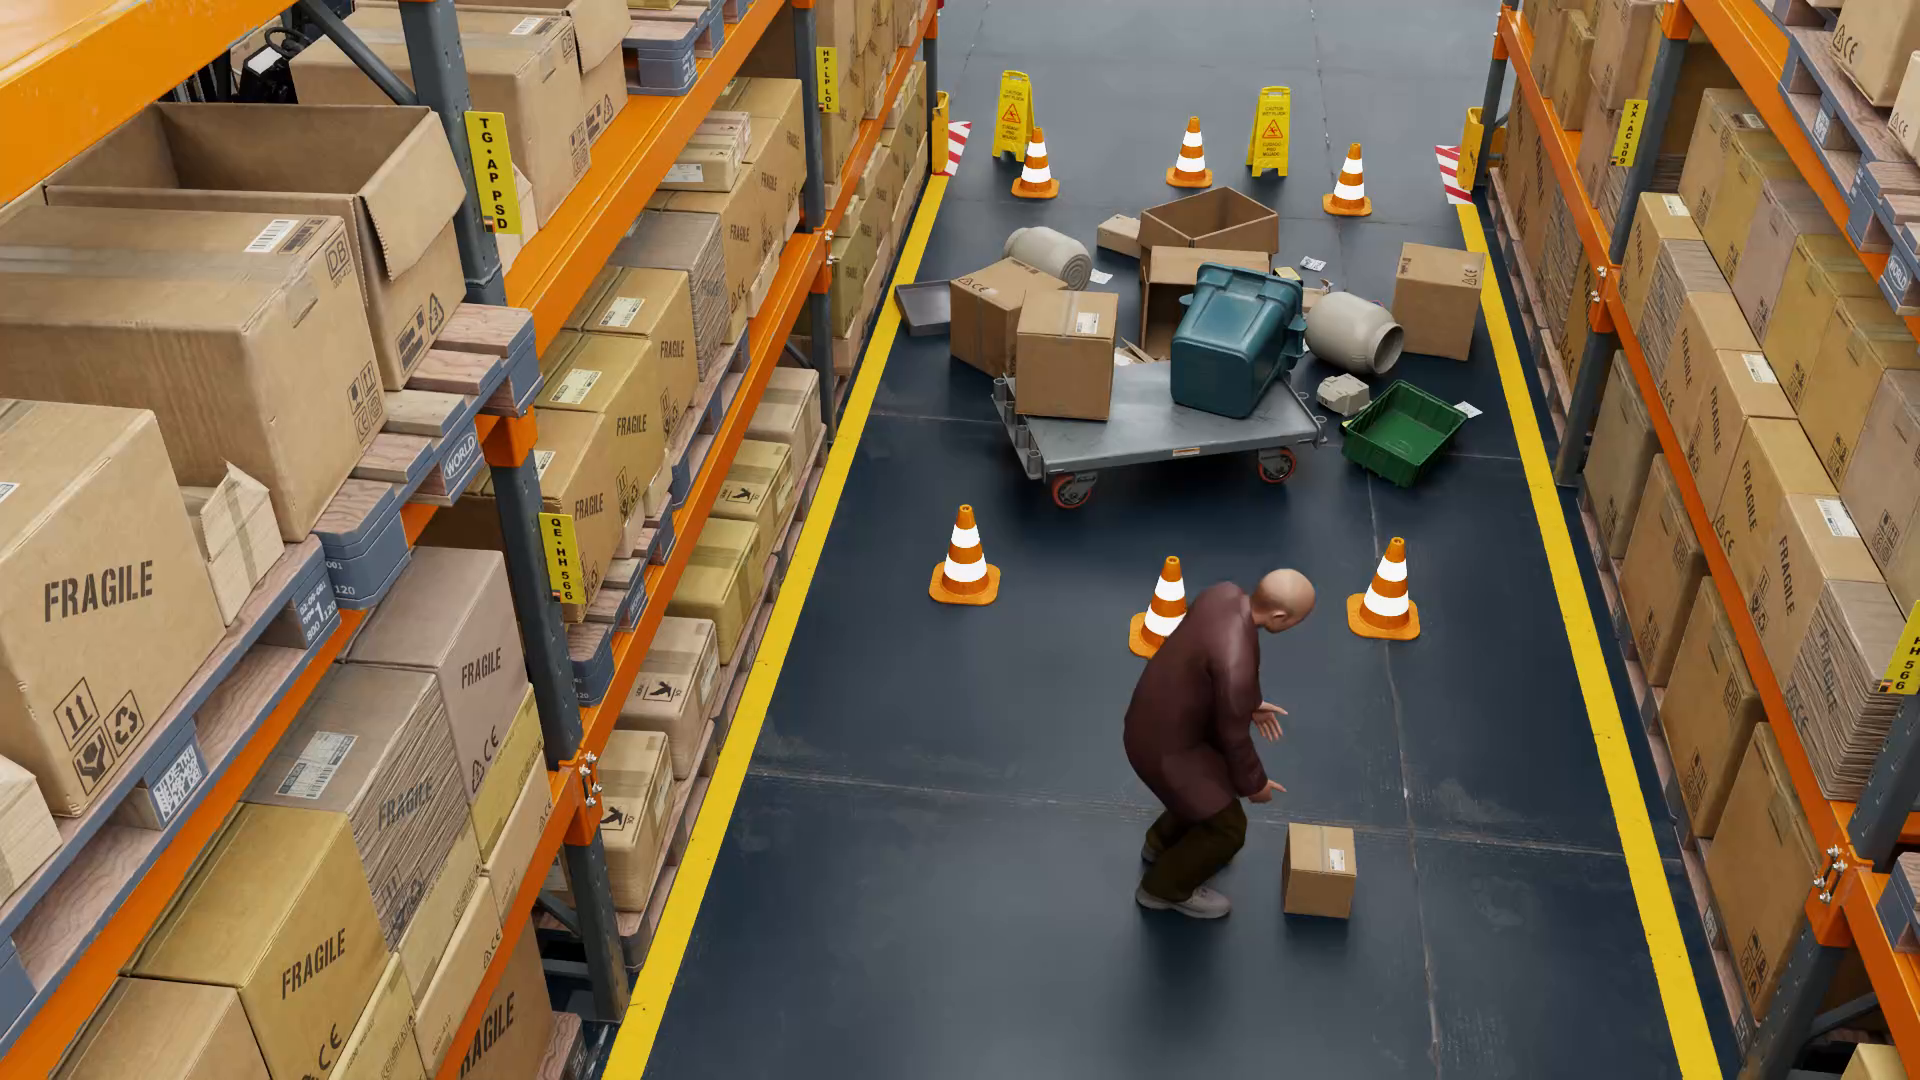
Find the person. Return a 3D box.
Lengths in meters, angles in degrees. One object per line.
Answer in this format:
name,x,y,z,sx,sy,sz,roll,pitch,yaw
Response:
person,0.933,0.729,6.256,0.636,1.531,0.627,5,36,6
